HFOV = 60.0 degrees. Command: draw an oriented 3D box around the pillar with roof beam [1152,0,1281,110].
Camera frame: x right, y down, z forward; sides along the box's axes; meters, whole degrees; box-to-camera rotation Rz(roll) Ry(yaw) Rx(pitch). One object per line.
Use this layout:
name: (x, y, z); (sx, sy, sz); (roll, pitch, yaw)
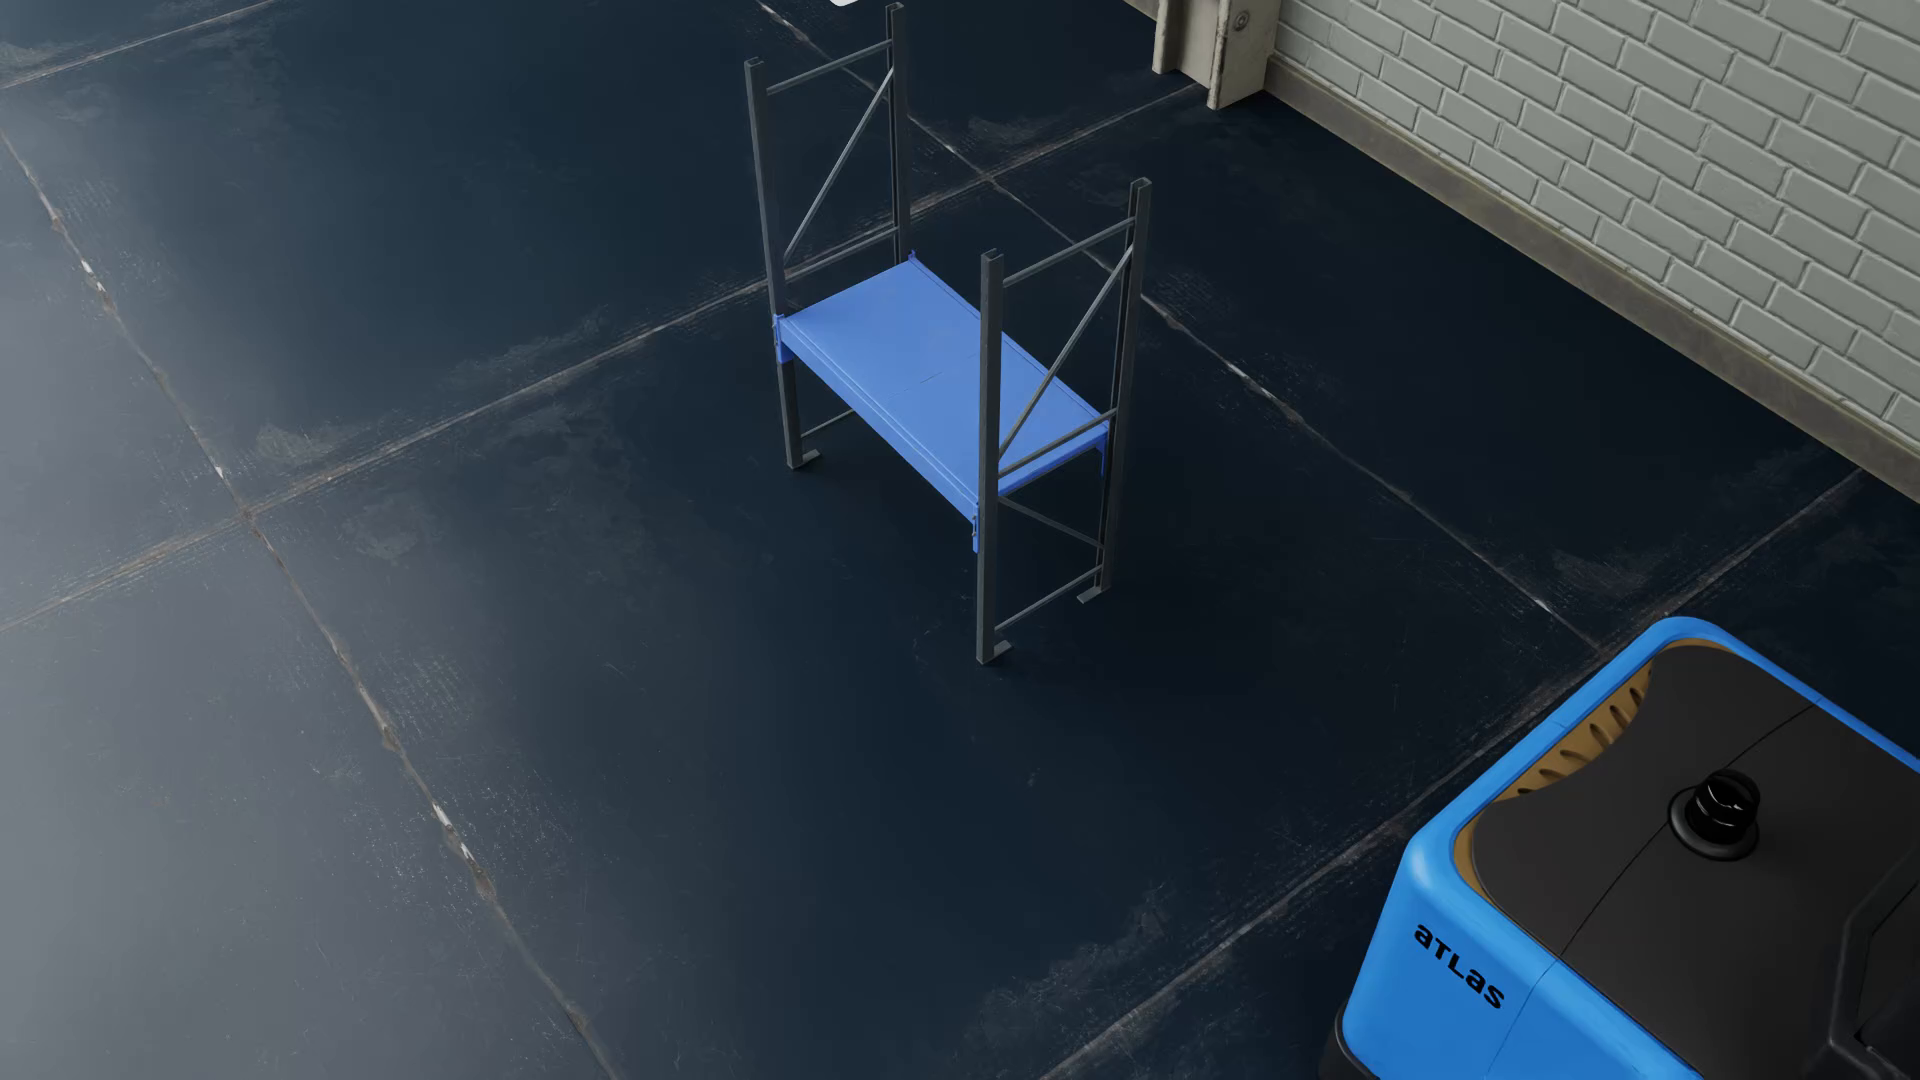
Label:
pillar with roof beam: (-2.372, -3.046, 1.937); (9.100, 9.000, 0.400); (-29, 54, -24)

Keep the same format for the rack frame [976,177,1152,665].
rack frame: (0.256, -0.254, 4.468); (0.500, 1.500, 0.032); (-29, 54, -24)

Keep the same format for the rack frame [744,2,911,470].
rack frame: (-0.359, -0.854, 5.012); (0.500, 1.500, 0.032); (-29, 54, -24)

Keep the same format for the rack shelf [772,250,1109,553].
rack shelf: (-0.052, -0.433, 4.873); (0.538, 0.185, 1.000); (-29, 54, -24)

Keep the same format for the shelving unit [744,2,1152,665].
shelving unit: (-0.052, -0.554, 4.740); (0.538, 1.500, 1.048); (-29, 54, -24)

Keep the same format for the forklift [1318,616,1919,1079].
forklift: (2.202, 0.940, 2.419); (1.130, 2.935, 3.031); (-33, 56, -26)
